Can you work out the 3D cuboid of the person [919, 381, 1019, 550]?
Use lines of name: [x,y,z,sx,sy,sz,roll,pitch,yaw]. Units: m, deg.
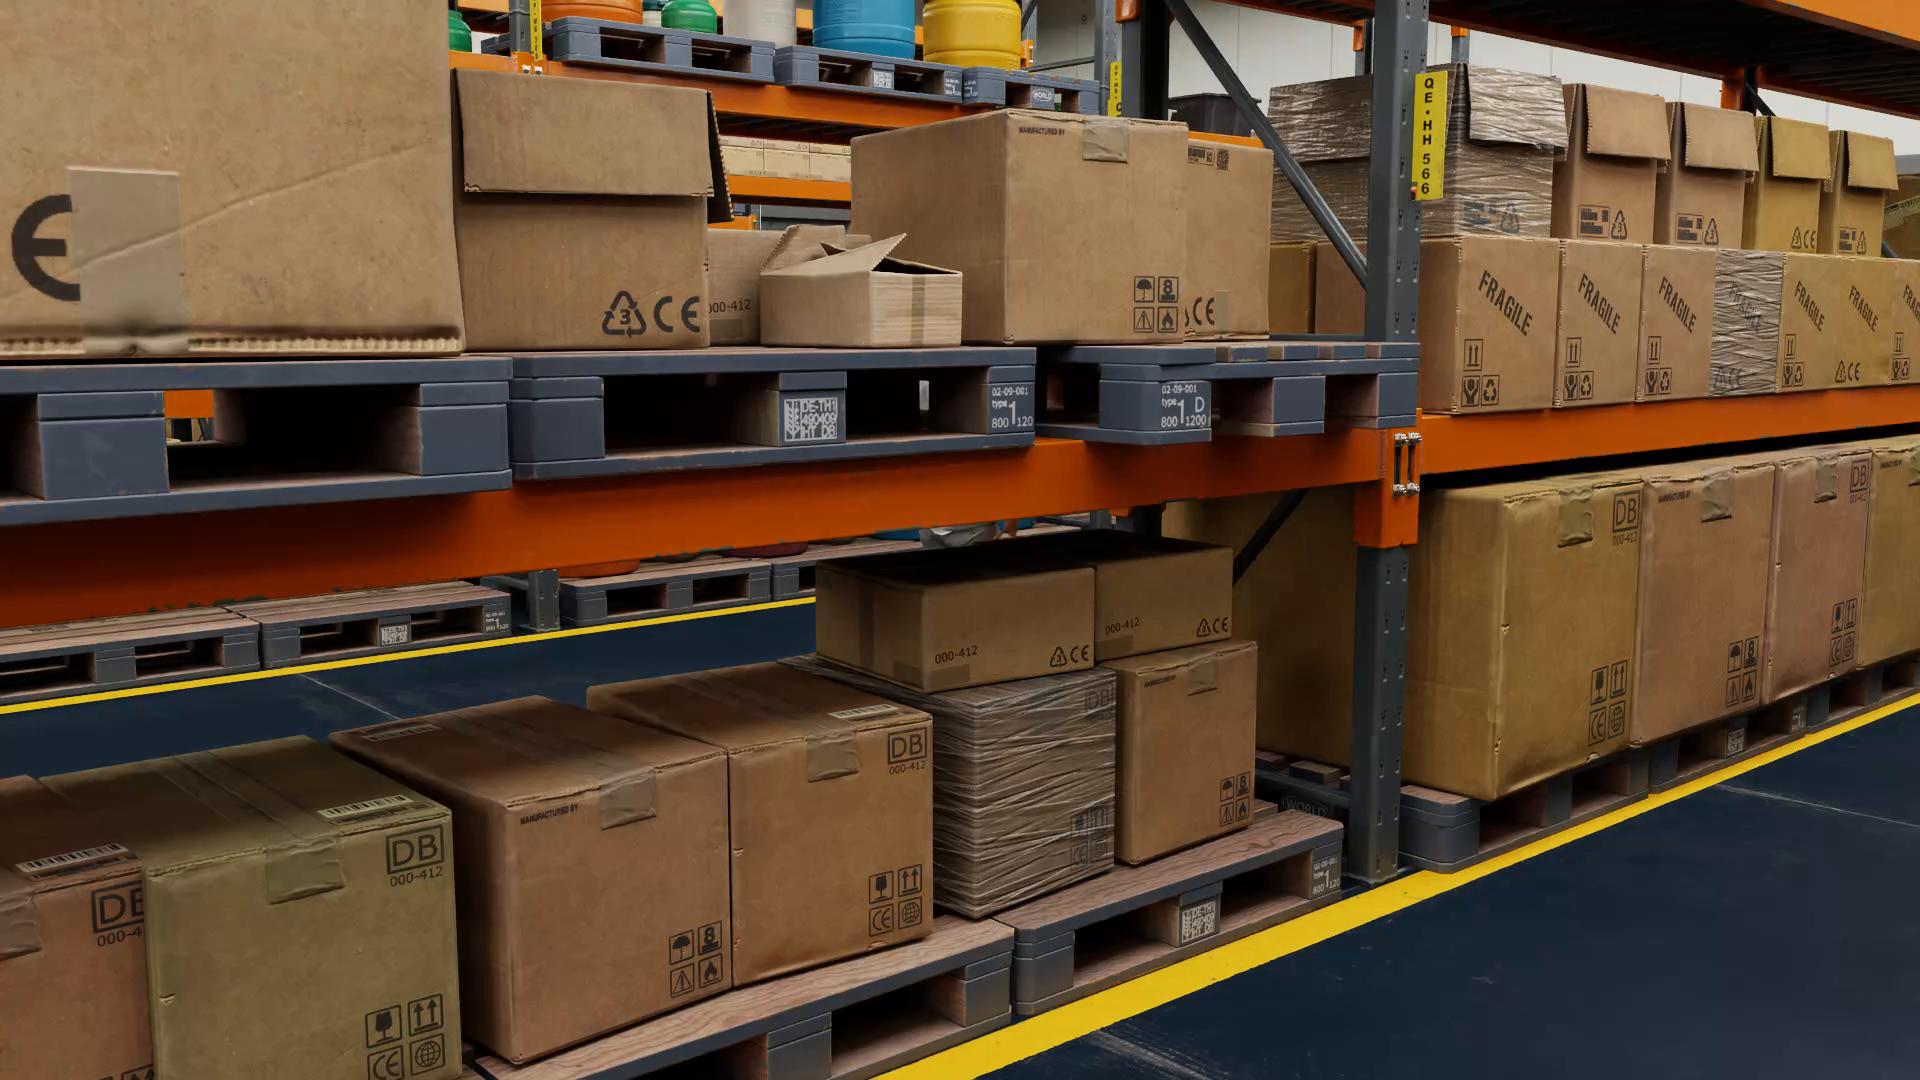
person: [0.058,-0.068,6.269,0.475,1.596,0.520,-7,10,-41]
